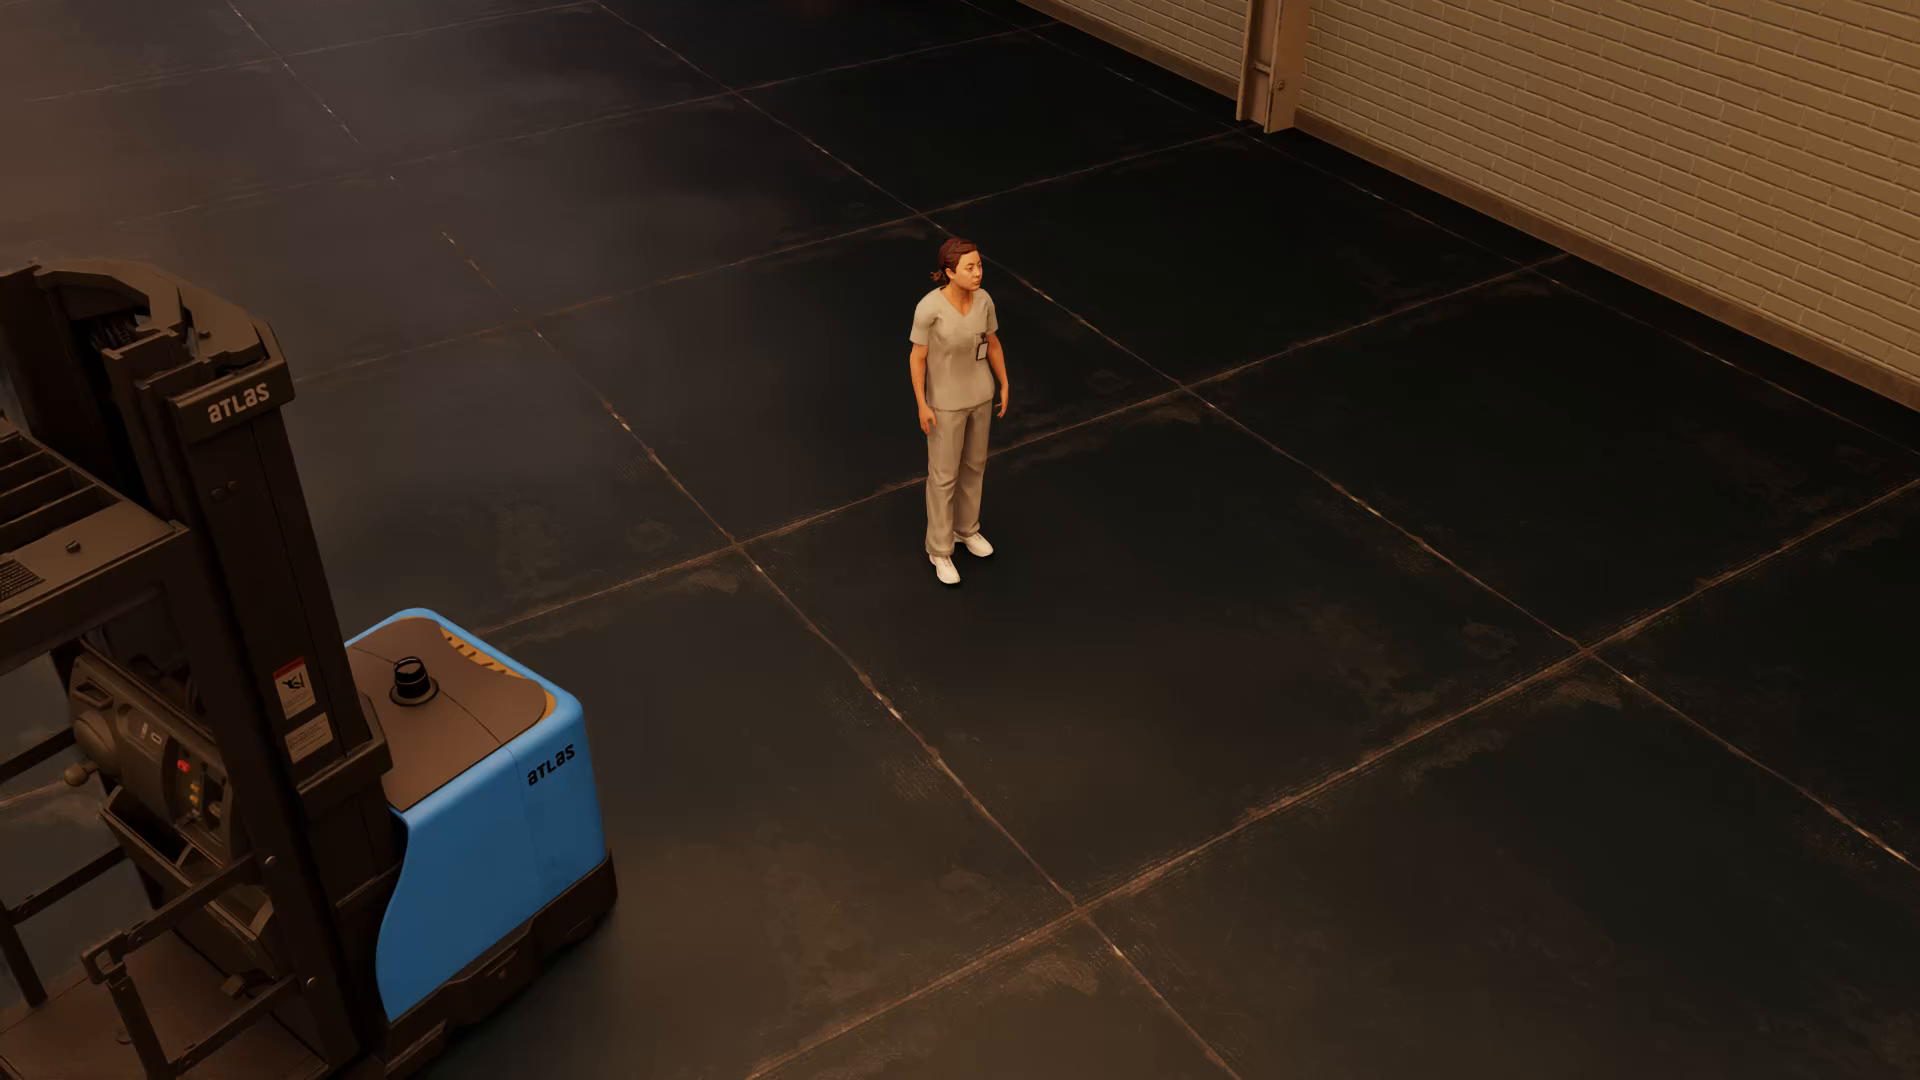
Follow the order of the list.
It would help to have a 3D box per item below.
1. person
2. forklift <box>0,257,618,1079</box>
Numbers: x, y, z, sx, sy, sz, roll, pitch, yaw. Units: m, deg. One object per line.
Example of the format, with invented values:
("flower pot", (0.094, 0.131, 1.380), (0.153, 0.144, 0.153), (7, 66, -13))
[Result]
("person", (0.029, -0.652, 8.154), (0.549, 1.673, 0.548), (-21, 40, -27))
("forklift", (-2.658, 0.755, 5.073), (1.130, 2.935, 3.031), (24, 42, 30))
